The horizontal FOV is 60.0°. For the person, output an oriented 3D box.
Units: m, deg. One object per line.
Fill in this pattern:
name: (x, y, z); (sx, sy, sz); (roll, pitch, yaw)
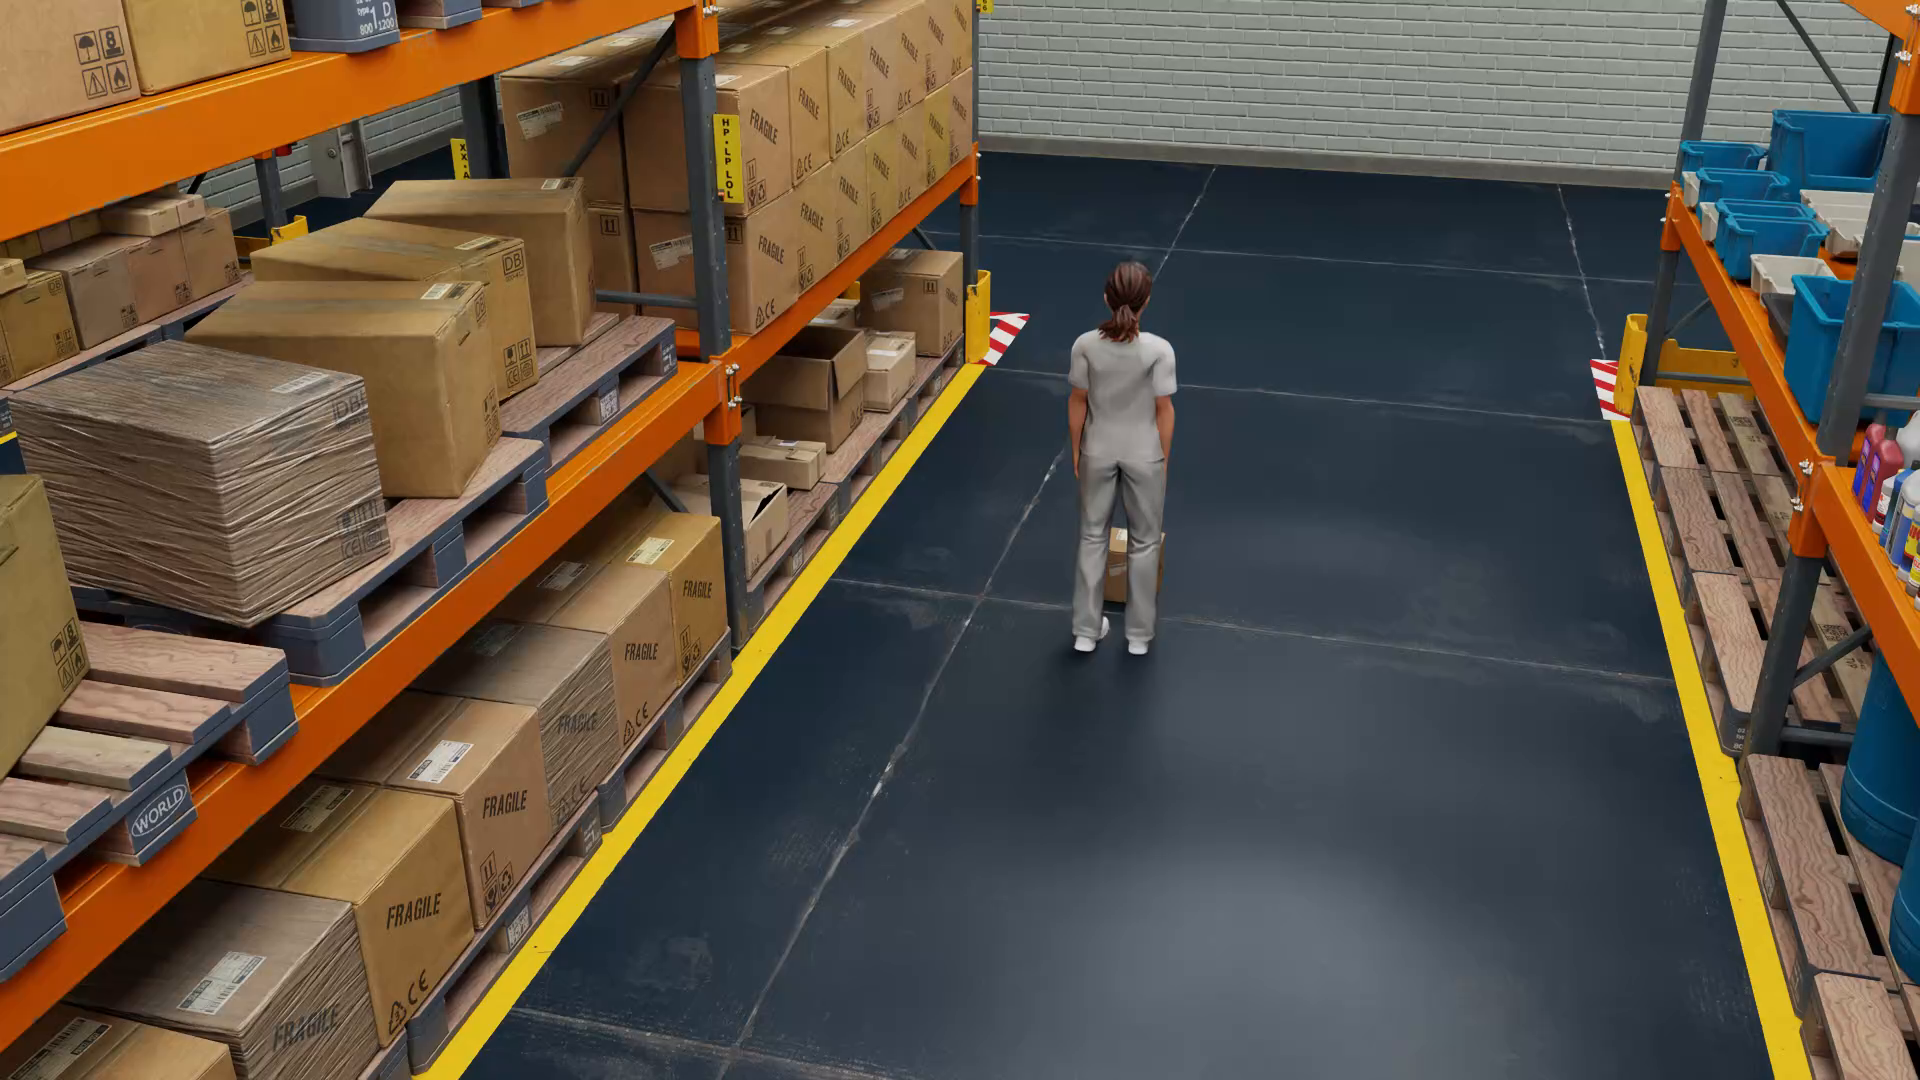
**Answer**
person: (0.653, -0.311, 6.804); (0.438, 1.663, 0.375); (7, 26, 14)
